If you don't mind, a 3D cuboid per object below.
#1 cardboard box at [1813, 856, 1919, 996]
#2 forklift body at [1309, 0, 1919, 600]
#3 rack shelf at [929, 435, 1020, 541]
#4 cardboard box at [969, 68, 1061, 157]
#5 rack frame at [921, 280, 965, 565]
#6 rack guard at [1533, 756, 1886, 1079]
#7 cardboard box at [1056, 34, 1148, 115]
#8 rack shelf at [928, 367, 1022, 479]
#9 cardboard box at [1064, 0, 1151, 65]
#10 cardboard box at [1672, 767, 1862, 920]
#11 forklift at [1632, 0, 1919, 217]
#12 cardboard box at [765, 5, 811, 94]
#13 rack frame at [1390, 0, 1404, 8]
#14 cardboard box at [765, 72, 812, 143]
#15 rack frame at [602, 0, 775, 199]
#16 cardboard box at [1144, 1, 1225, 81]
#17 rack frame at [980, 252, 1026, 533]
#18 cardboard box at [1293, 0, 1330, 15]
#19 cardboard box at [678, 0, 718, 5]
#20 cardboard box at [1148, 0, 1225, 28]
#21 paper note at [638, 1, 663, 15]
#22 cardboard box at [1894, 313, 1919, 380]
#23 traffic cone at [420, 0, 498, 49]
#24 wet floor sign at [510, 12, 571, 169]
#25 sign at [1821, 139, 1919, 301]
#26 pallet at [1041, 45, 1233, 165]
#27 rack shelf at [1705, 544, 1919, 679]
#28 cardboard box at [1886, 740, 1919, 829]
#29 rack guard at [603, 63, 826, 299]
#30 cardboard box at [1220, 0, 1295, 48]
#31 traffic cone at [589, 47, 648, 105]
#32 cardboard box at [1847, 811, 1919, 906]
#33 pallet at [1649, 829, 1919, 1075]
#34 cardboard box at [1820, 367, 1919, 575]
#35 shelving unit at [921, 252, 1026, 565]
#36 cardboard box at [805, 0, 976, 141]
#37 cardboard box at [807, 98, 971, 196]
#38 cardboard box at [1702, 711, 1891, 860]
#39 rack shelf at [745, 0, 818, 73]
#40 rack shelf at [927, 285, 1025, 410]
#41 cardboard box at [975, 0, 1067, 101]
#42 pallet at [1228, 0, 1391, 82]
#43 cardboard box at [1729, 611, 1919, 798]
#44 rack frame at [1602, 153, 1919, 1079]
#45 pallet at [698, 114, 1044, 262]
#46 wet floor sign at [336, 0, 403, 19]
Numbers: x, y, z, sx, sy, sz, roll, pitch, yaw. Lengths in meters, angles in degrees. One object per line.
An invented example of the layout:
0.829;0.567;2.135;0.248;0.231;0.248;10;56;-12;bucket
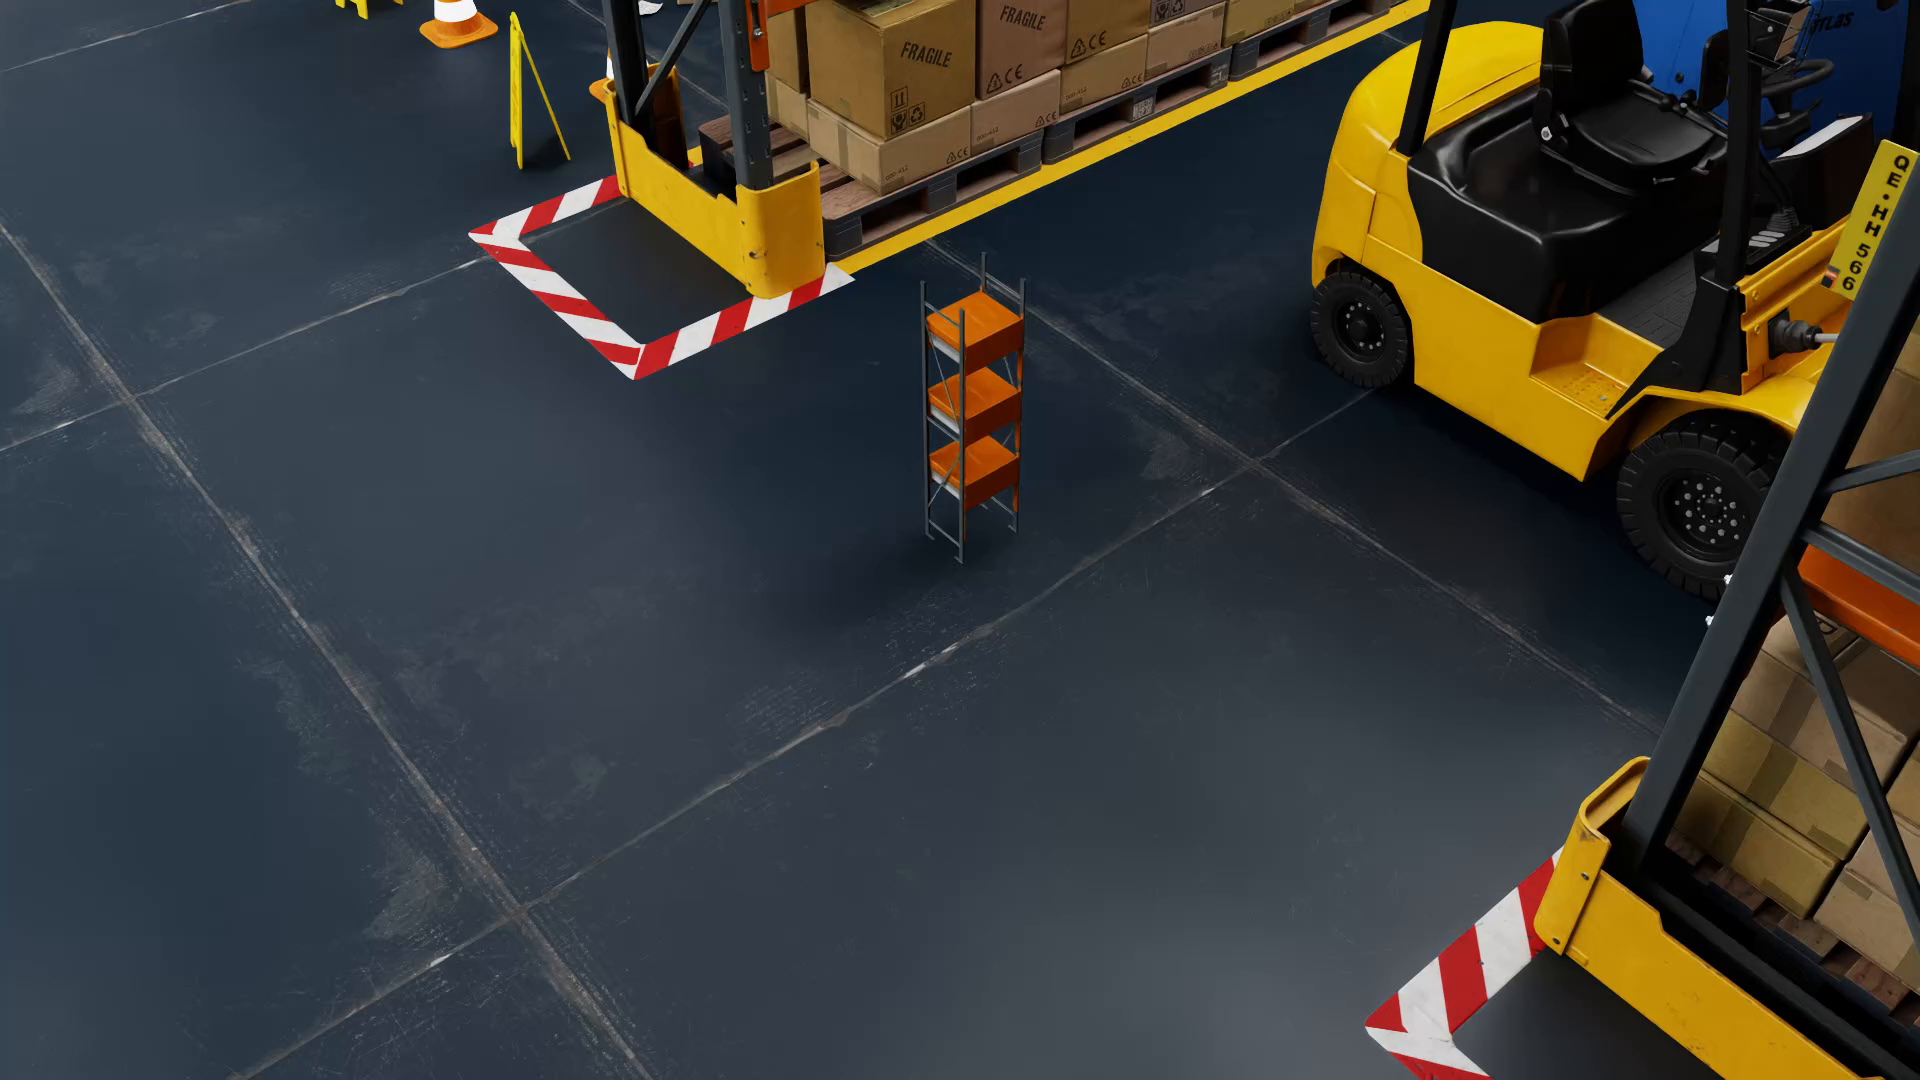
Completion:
2.591;0.933;4.267;0.500;0.250;0.500;-30;51;-28;cardboard box
2.372;-1.284;5.547;1.214;2.155;2.313;-30;51;-28;forklift body
0.041;-0.196;5.613;0.240;0.259;0.215;-30;51;-28;rack shelf
0.093;-1.988;7.377;0.500;0.250;0.500;-28;50;-27;cardboard box
-0.053;-0.353;5.359;0.008;1.050;0.200;-30;51;-28;rack frame
2.070;1.119;4.194;0.348;0.500;1.175;-30;51;-28;rack guard
0.504;-2.234;7.640;0.500;0.250;0.500;-26;49;-25;cardboard box
0.041;-0.399;5.423;0.240;0.259;0.215;-30;51;-28;rack shelf
0.503;-2.500;7.375;0.500;0.500;0.500;-29;50;-27;cardboard box
2.246;0.674;4.543;0.500;0.250;0.500;-29;51;-28;cardboard box
4.476;-3.085;6.893;3.031;2.935;1.130;-14;45;-15;forklift
-0.652;-2.321;7.184;0.500;0.500;0.500;-29;51;-28;cardboard box
1.969;-4.165;7.993;0.127;3.000;1.000;-30;51;-28;rack frame
-0.633;-2.065;7.460;0.500;0.250;0.500;-30;51;-28;cardboard box
-1.099;-2.408;6.123;0.127;3.000;1.000;-30;51;-28;rack frame
0.893;-2.455;7.874;0.500;0.250;0.500;-29;50;-27;cardboard box
0.135;-0.460;5.473;0.008;1.050;0.200;-30;51;-28;rack frame
1.688;-2.915;8.364;0.500;0.250;0.500;-28;50;-26;cardboard box
-1.390;-3.005;8.841;0.250;0.149;0.380;-7;44;-7;cardboard box
0.908;-2.739;7.629;0.500;0.500;0.500;-27;50;-26;cardboard box
-1.651;-2.786;8.694;0.148;0.019;0.142;22;47;21;paper note
2.175;-0.375;3.412;0.250;0.149;0.380;-29;50;-27;cardboard box
-2.570;-2.783;8.375;0.334;0.463;0.336;-30;51;-28;traffic cone
-1.931;-2.028;7.438;0.232;0.644;0.267;-14;45;-14;wet floor sign
1.751;-0.602;3.182;0.005;0.325;0.100;-30;51;-28;sign
0.540;-2.296;8.041;1.213;0.211;1.003;-30;51;-28;pallet
3.622;-0.419;4.531;4.000;0.370;1.077;-30;51;-28;rack shelf
2.578;0.570;3.923;0.500;0.250;0.500;-31;51;-28;cardboard box
-1.041;-1.530;7.014;0.348;0.500;1.175;-30;51;-28;rack guard
1.286;-2.676;8.109;0.500;0.250;0.500;-31;51;-29;cardboard box
-1.597;-2.349;7.914;0.334;0.463;0.336;-30;51;-28;traffic cone
2.582;0.767;4.079;0.500;0.250;0.500;-29;50;-27;cardboard box
2.648;0.856;4.685;1.213;0.211;1.003;-30;51;-28;pallet
2.297;-0.193;3.692;0.500;0.500;0.500;-31;51;-29;cardboard box
0.041;-0.406;5.416;0.252;1.050;0.215;-30;51;-28;shelving unit
-0.285;-2.052;6.898;0.500;0.500;0.500;-32;52;-29;cardboard box
-0.303;-1.768;7.143;0.500;0.250;0.500;-30;51;-28;cardboard box
2.261;0.486;4.378;0.500;0.250;0.500;-30;51;-28;cardboard box
0.435;-3.024;7.304;4.000;0.370;1.077;-30;51;-28;rack shelf
0.041;-0.605;5.229;0.240;0.259;0.215;-30;51;-28;rack shelf
0.113;-2.284;7.145;0.500;0.500;0.500;-32;52;-29;cardboard box
1.477;-2.835;8.614;1.213;0.211;1.003;-30;51;-28;pallet
2.241;0.316;4.194;0.500;0.250;0.500;-28;50;-27;cardboard box
2.088;0.197;3.349;0.127;3.000;1.000;-30;51;-28;rack frame
-0.395;-1.763;7.473;1.213;0.211;1.003;-30;51;-28;pallet
-3.104;-3.052;8.528;0.267;0.644;0.232;30;51;28;wet floor sign
